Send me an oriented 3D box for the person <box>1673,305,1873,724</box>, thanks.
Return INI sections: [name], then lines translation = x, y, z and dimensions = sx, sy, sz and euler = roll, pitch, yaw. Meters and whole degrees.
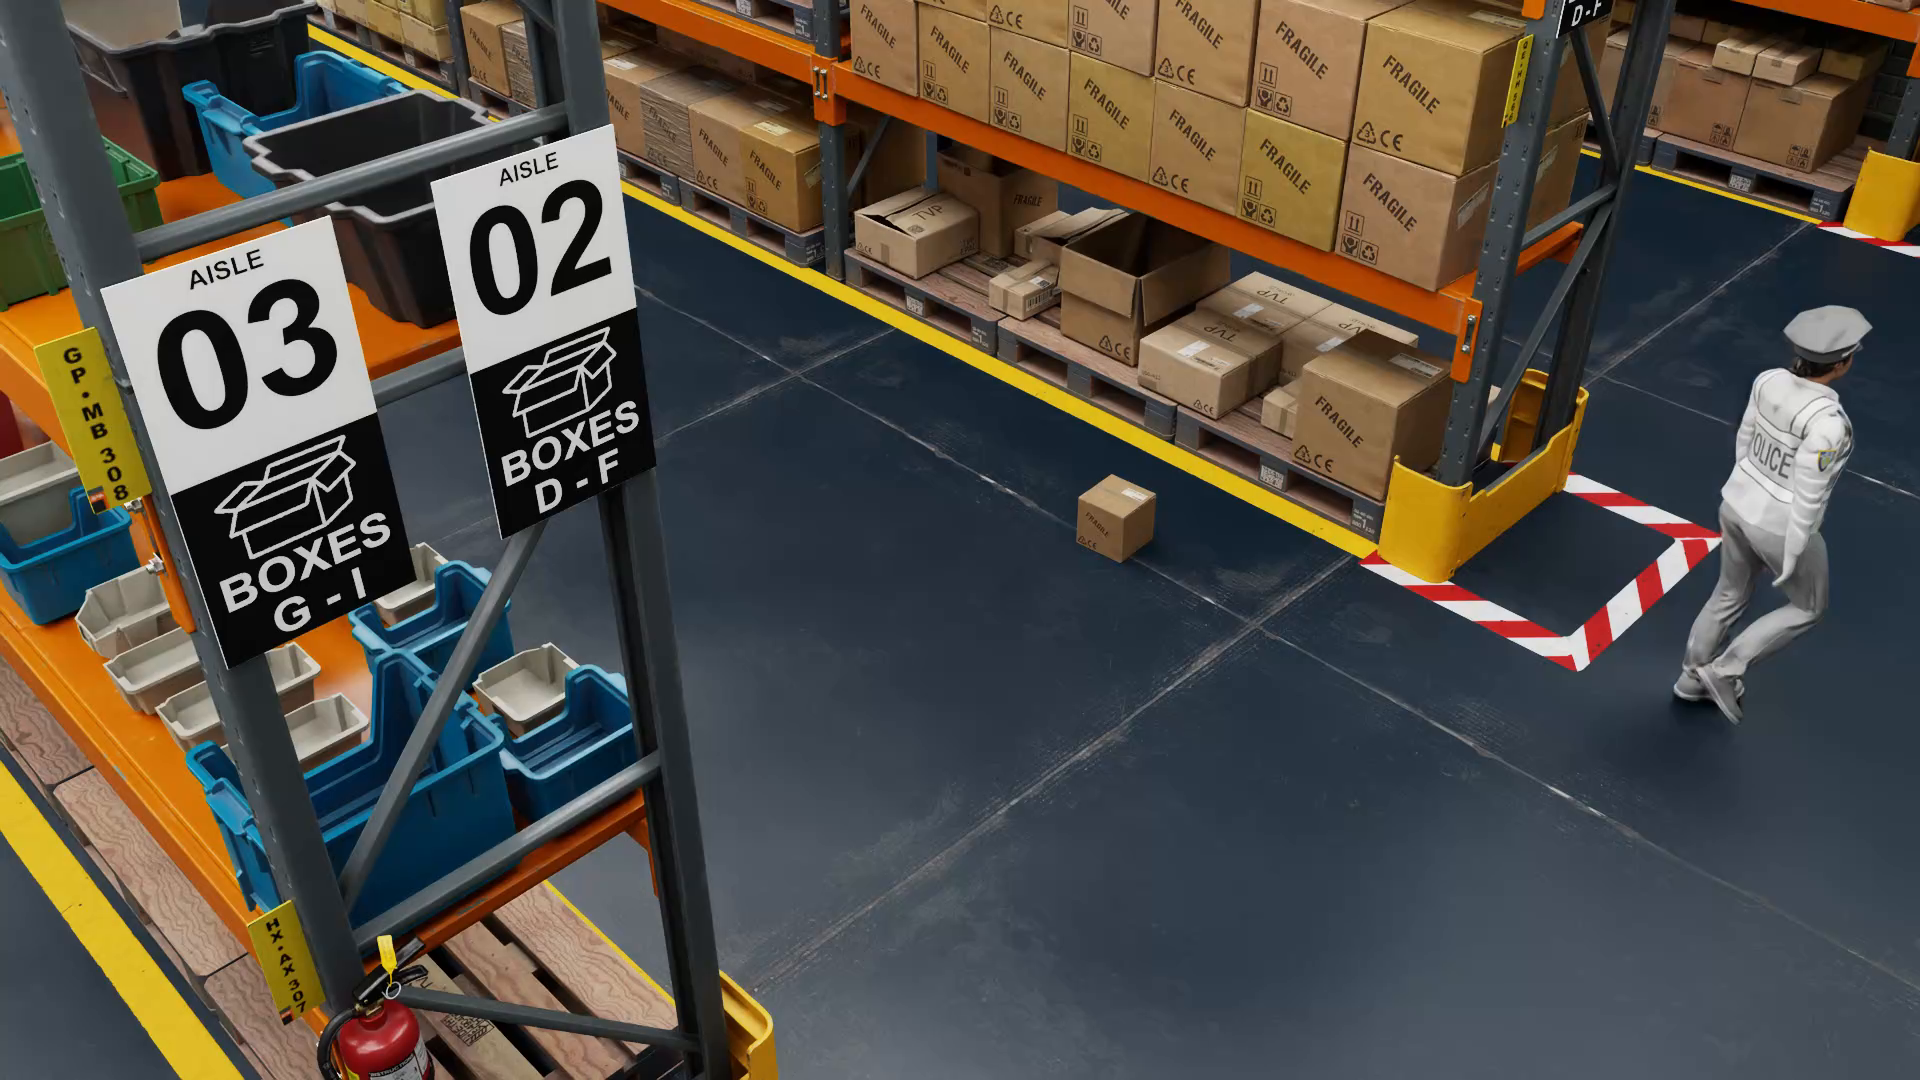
[person]
translation = 3.028, -0.090, 6.202
dimensions = 0.418, 1.679, 0.513
euler = -7, 36, -10
